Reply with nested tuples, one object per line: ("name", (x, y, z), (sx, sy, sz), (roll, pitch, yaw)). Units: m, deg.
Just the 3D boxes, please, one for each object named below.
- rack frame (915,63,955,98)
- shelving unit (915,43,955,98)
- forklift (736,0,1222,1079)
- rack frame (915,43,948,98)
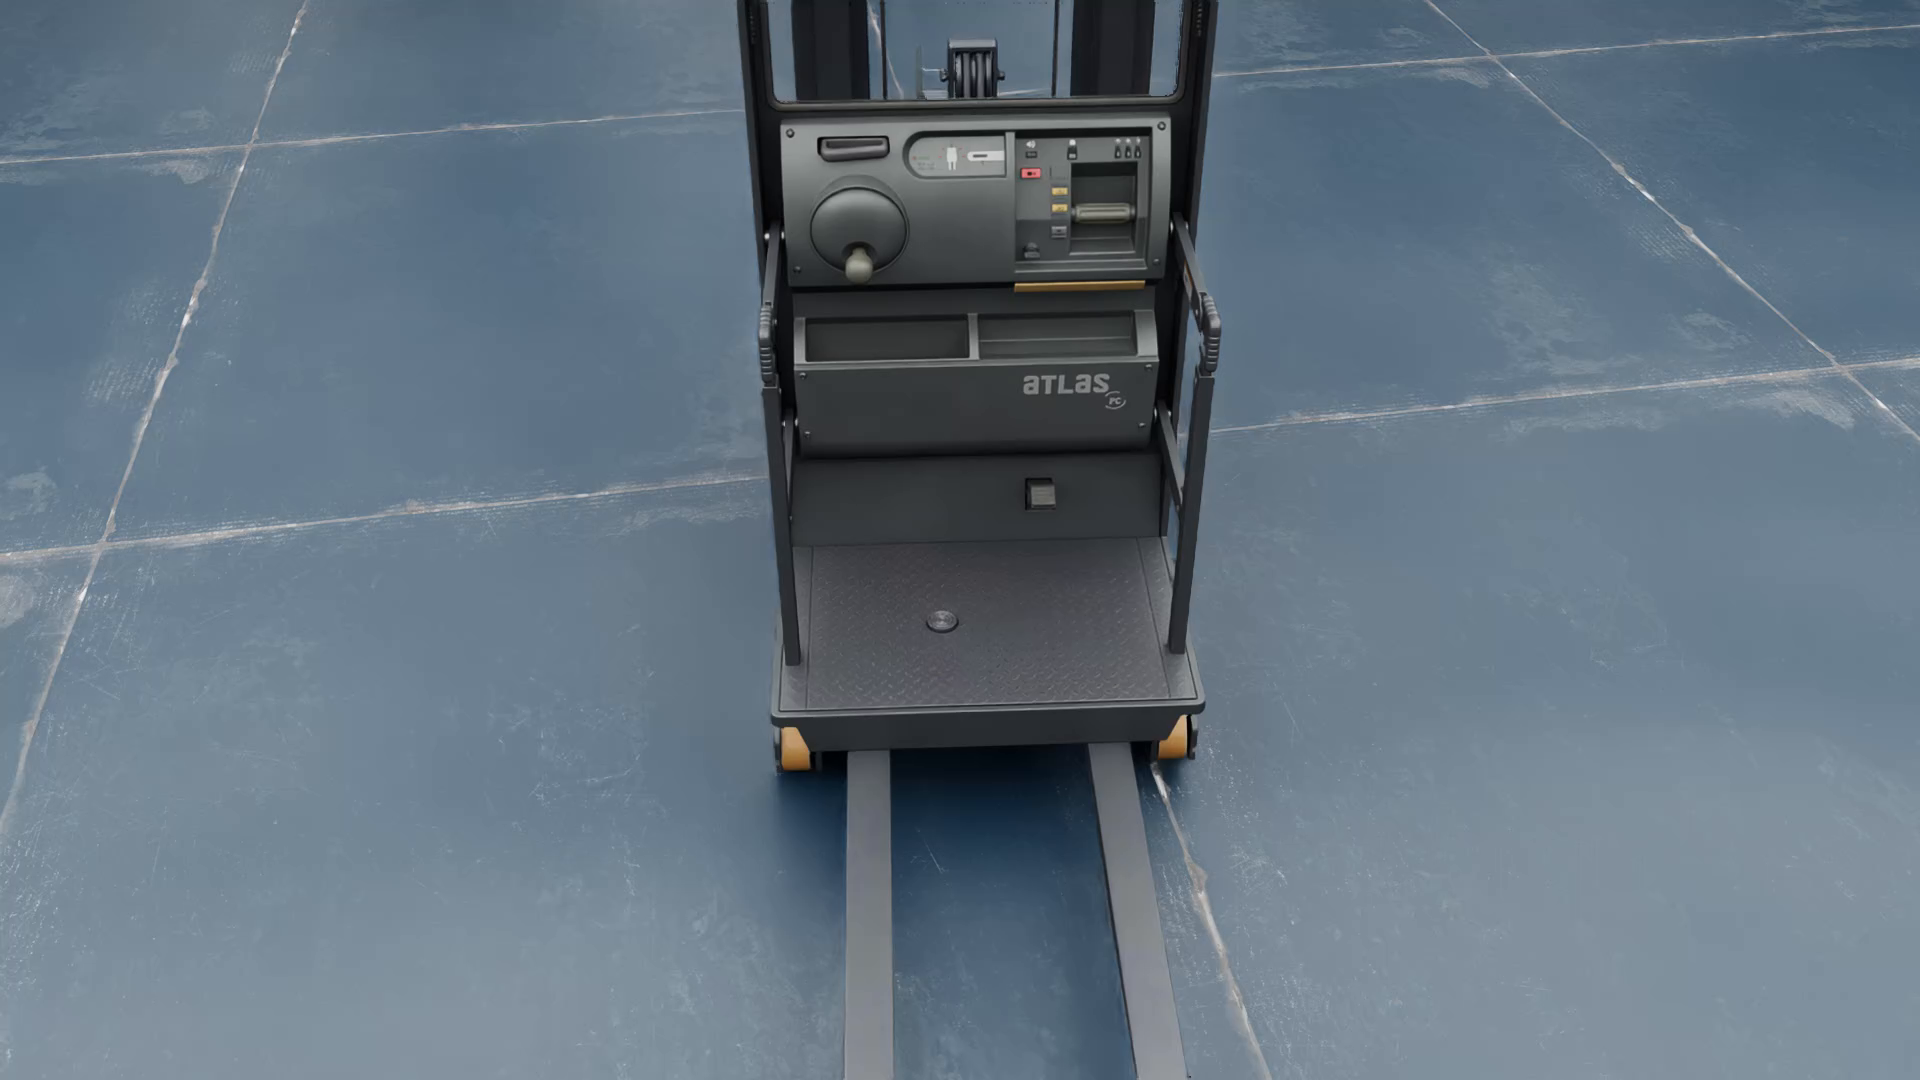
("rack frame", (-0.019, -1.009, 5.562), (0.240, 1.200, 0.006), (-1, 36, -1))
("shelving unit", (-0.021, -1.063, 5.636), (0.258, 1.200, 0.189), (-1, 36, -1))
("forklift", (0.052, -0.744, 3.819), (1.130, 2.935, 3.031), (-2, 38, -2))
("rack frame", (-0.024, -1.117, 5.710), (0.240, 1.200, 0.006), (-1, 36, -1))
